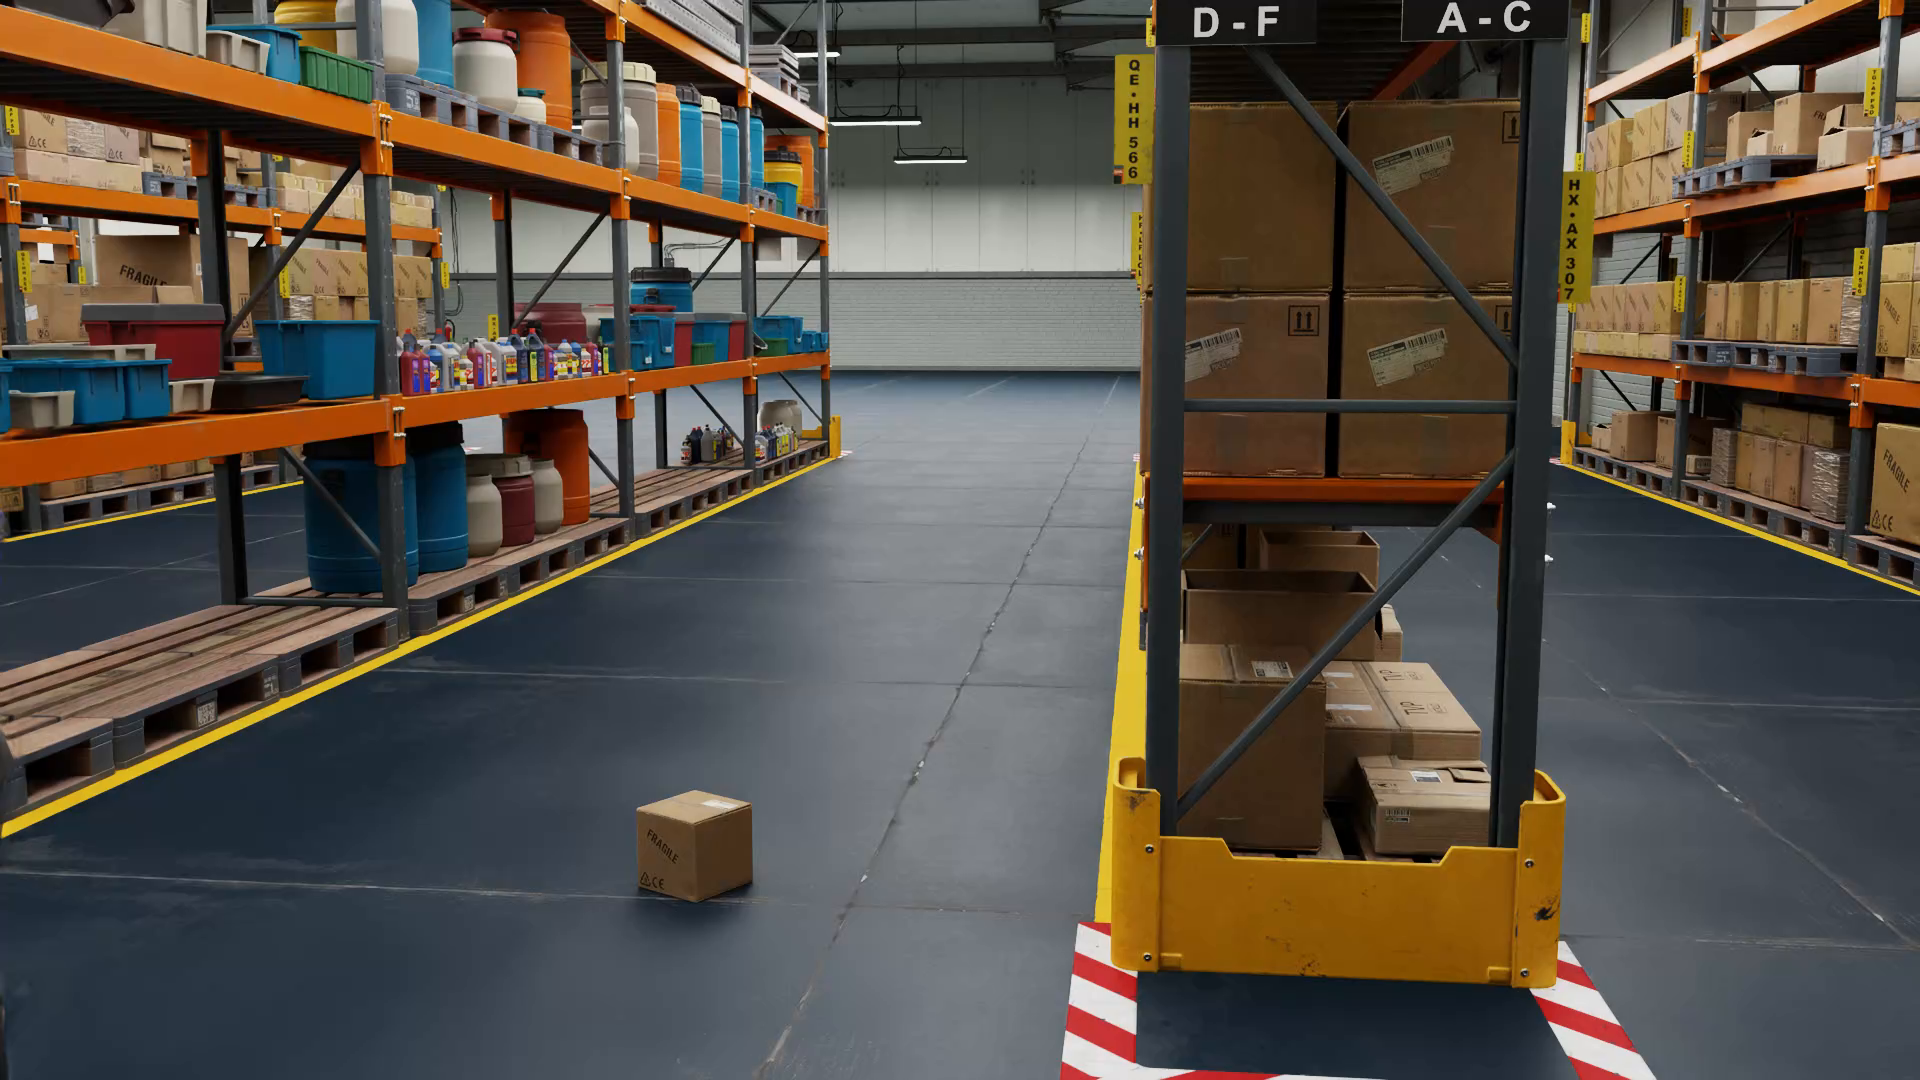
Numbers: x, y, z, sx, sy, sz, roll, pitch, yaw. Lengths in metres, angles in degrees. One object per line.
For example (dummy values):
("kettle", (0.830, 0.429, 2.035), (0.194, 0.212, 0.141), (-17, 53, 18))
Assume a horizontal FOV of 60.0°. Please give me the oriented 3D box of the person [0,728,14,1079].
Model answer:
("person", (-2.109, 0.455, 3.290), (0.452, 1.651, 0.445), (5, 9, 31))
